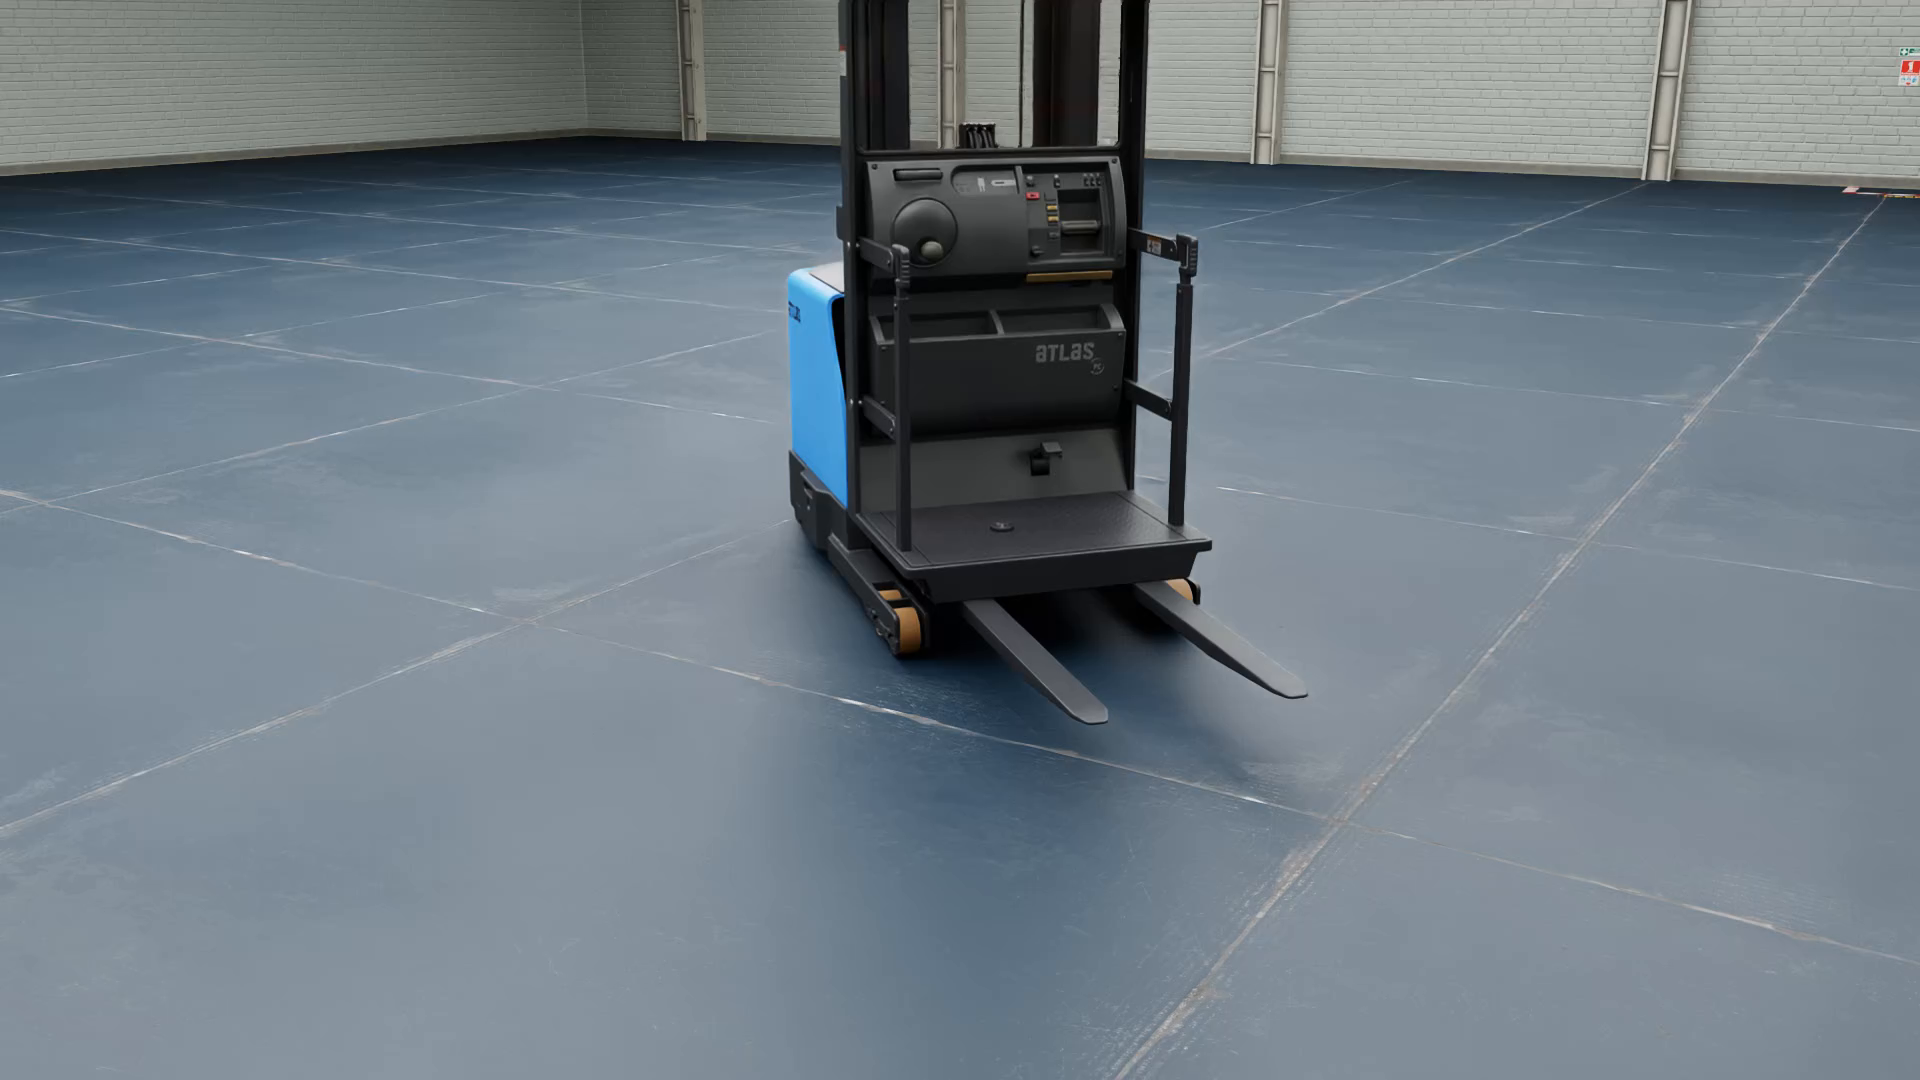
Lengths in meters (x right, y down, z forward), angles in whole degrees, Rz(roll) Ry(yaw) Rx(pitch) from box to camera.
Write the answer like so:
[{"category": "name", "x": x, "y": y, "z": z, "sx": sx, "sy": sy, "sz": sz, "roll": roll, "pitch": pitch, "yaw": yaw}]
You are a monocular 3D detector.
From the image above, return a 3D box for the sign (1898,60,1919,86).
[{"category": "sign", "x": 12.680, "y": -6.237, "z": 22.193, "sx": 0.234, "sy": 0.329, "sz": 0.001, "roll": 10, "pitch": 20, "yaw": 30}]

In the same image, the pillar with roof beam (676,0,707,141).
[{"category": "pillar with roof beam", "x": -7.521, "y": -11.180, "z": 28.204, "sx": 0.400, "sy": 9.000, "sz": 9.100, "roll": 10, "pitch": 20, "yaw": 30}]

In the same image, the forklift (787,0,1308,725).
[{"category": "forklift", "x": 0.203, "y": -1.143, "z": 5.600, "sx": 1.130, "sy": 2.935, "sz": 3.031, "roll": -5, "pitch": 18, "yaw": -17}]

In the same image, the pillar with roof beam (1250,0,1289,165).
[{"category": "pillar with roof beam", "x": 2.704, "y": -9.355, "z": 22.195, "sx": 0.400, "sy": 9.000, "sz": 9.100, "roll": 10, "pitch": 20, "yaw": 30}]

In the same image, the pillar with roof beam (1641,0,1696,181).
[{"category": "pillar with roof beam", "x": 7.817, "y": -8.442, "z": 19.191, "sx": 0.400, "sy": 9.000, "sz": 9.100, "roll": 10, "pitch": 20, "yaw": 30}]

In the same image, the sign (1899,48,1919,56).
[{"category": "sign", "x": 12.679, "y": -6.488, "z": 22.106, "sx": 0.331, "sy": 0.109, "sz": 0.001, "roll": 10, "pitch": 20, "yaw": 30}]

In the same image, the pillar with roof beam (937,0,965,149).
[{"category": "pillar with roof beam", "x": -2.408, "y": -10.268, "z": 25.200, "sx": 0.400, "sy": 9.000, "sz": 9.100, "roll": 10, "pitch": 20, "yaw": 30}]
